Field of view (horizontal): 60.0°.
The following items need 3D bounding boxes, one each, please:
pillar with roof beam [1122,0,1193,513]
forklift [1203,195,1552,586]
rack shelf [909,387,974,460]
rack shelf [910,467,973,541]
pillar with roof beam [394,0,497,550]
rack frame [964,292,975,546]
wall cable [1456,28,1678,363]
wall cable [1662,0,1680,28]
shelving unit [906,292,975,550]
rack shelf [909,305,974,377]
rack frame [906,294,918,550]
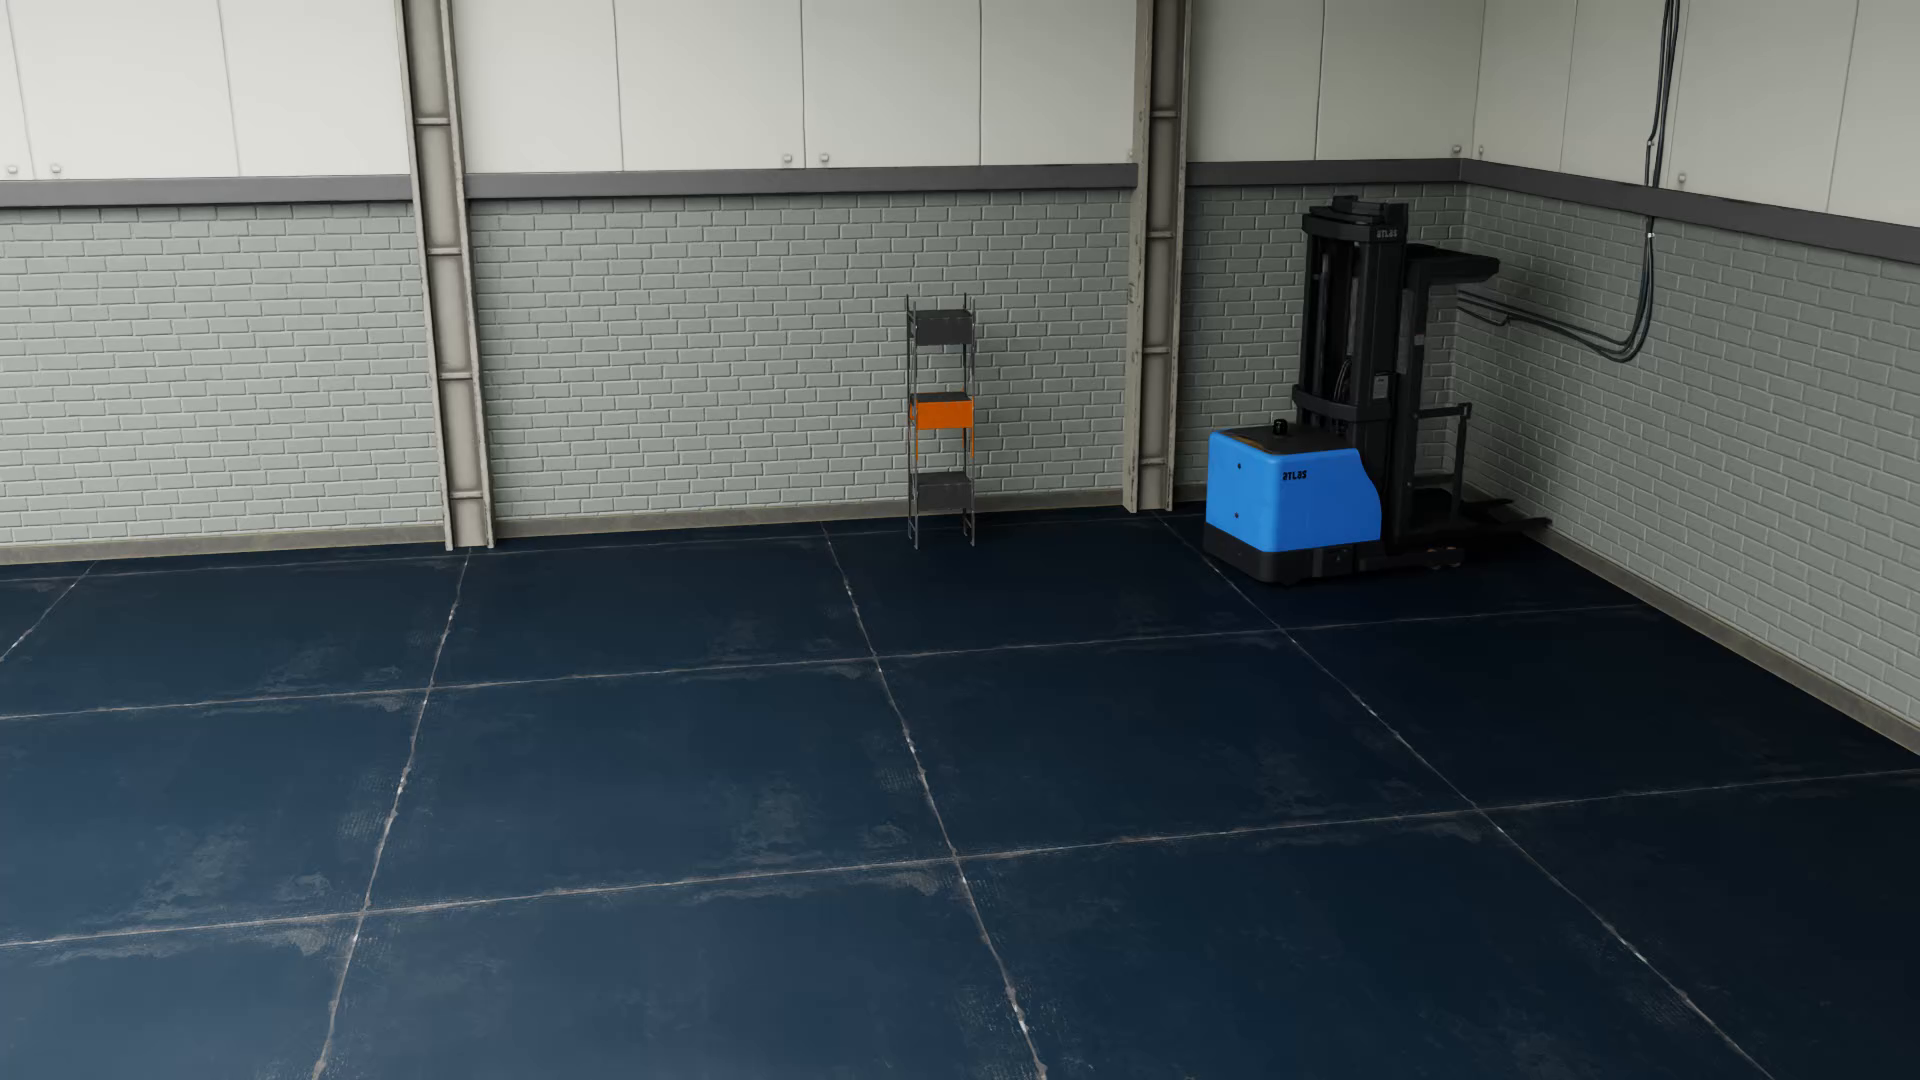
[{"bbox_3d":[2.538,-3.363,9.933,0.400,9.000,9.100,-3,17,-10],"label":"pillar with roof beam"},{"bbox_3d":[3.589,-1.296,13.540,3.031,2.935,1.130,-7,18,-20],"label":"forklift"},{"bbox_3d":[-0.162,-0.981,13.977,0.480,0.518,0.431,-3,17,-10],"label":"rack shelf"},{"bbox_3d":[-0.163,-0.312,14.183,0.480,0.518,0.431,-3,17,-10],"label":"rack shelf"},{"bbox_3d":[-3.353,-3.028,8.845,0.400,9.000,9.100,-3,17,-10],"label":"pillar with roof beam"},{"bbox_3d":[0.077,-1.008,14.018,0.015,2.100,0.400,-3,17,-10],"label":"rack frame"},{"bbox_3d":[4.864,-2.902,13.722,0.112,2.526,3.097,-3,17,-10],"label":"wall cable"},{"bbox_3d":[5.378,-4.536,10.442,0.112,2.526,3.097,-3,17,-10],"label":"wall cable"},{"bbox_3d":[-0.162,-0.995,13.973,0.503,2.100,0.431,-3,17,-10],"label":"shelving unit"},{"bbox_3d":[-0.162,-1.651,13.772,0.480,0.518,0.431,-3,17,-10],"label":"rack shelf"},{"bbox_3d":[-0.402,-0.981,13.929,0.015,2.100,0.400,-3,17,-10],"label":"rack frame"}]
